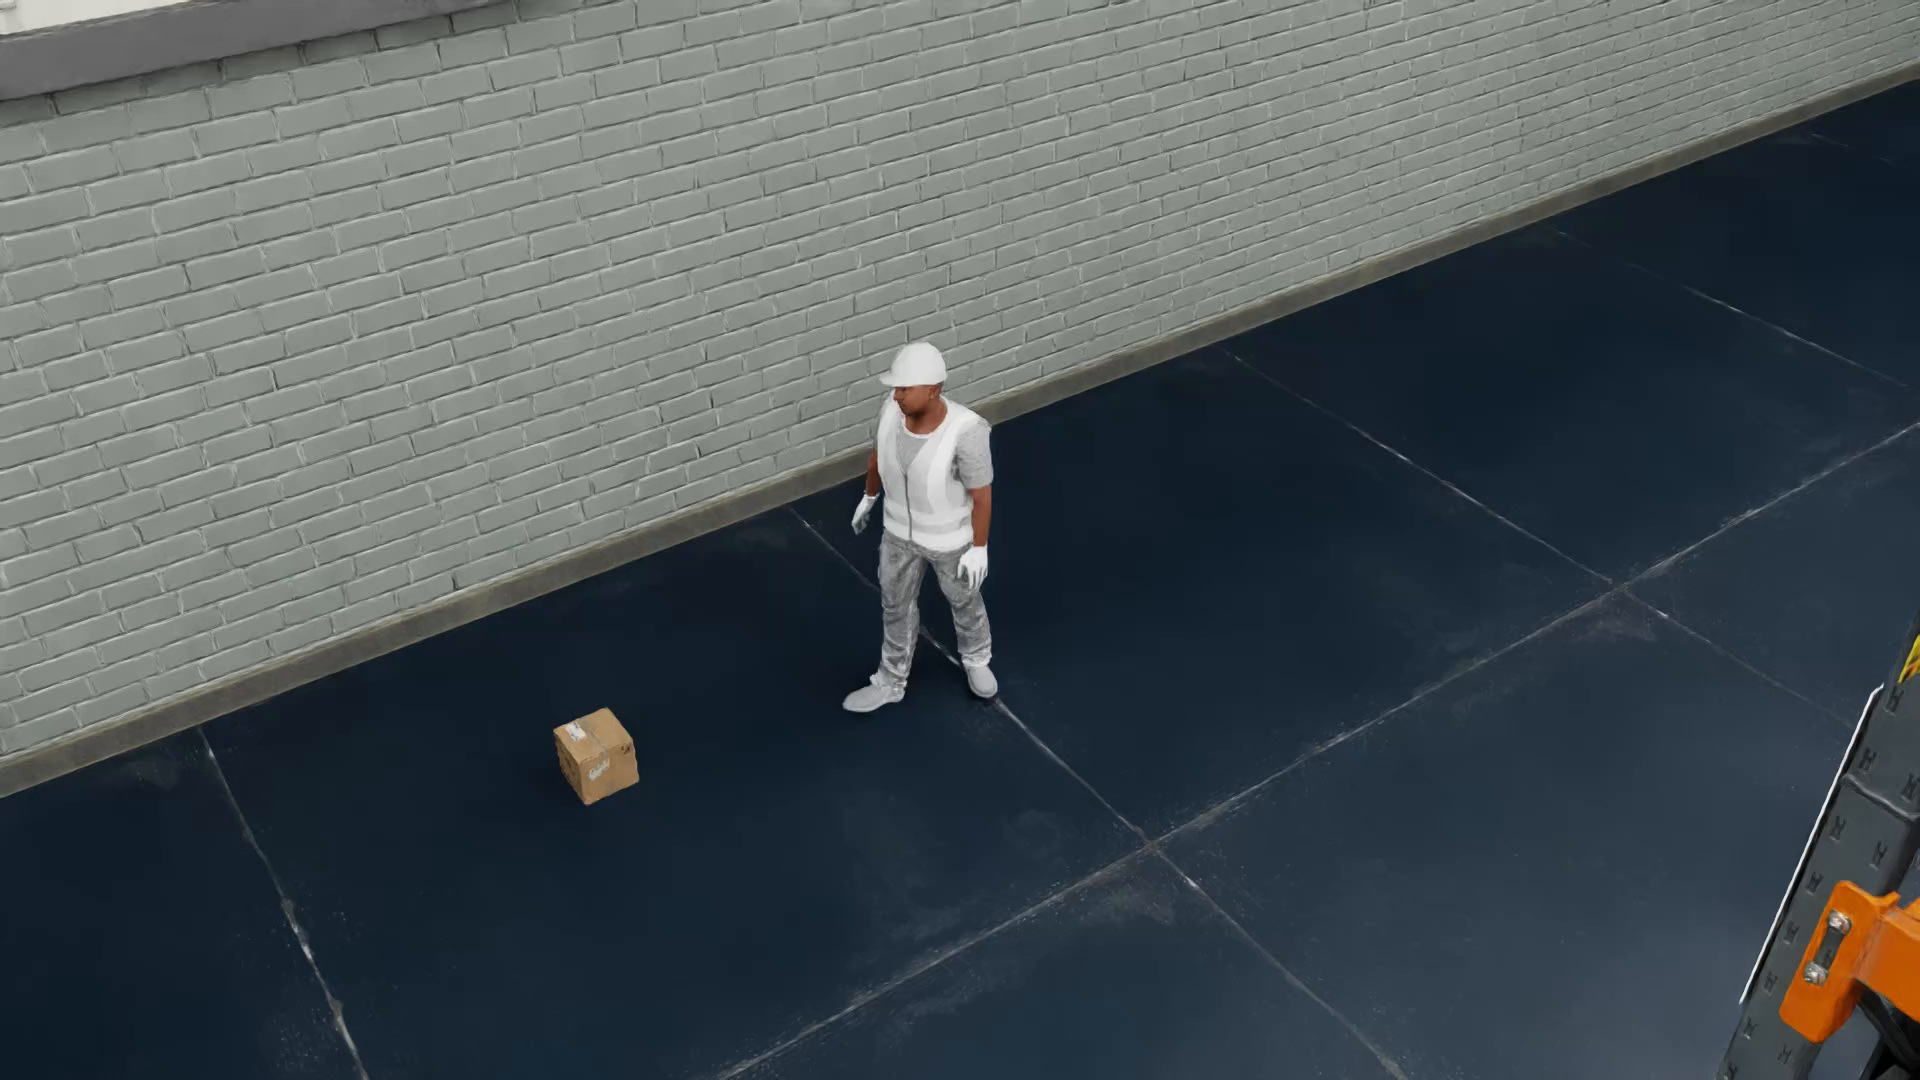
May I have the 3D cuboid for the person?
[{"bbox_3d":[-0.188,-0.036,7.024,0.704,1.786,0.643,20,40,25],"label":"person"}]
